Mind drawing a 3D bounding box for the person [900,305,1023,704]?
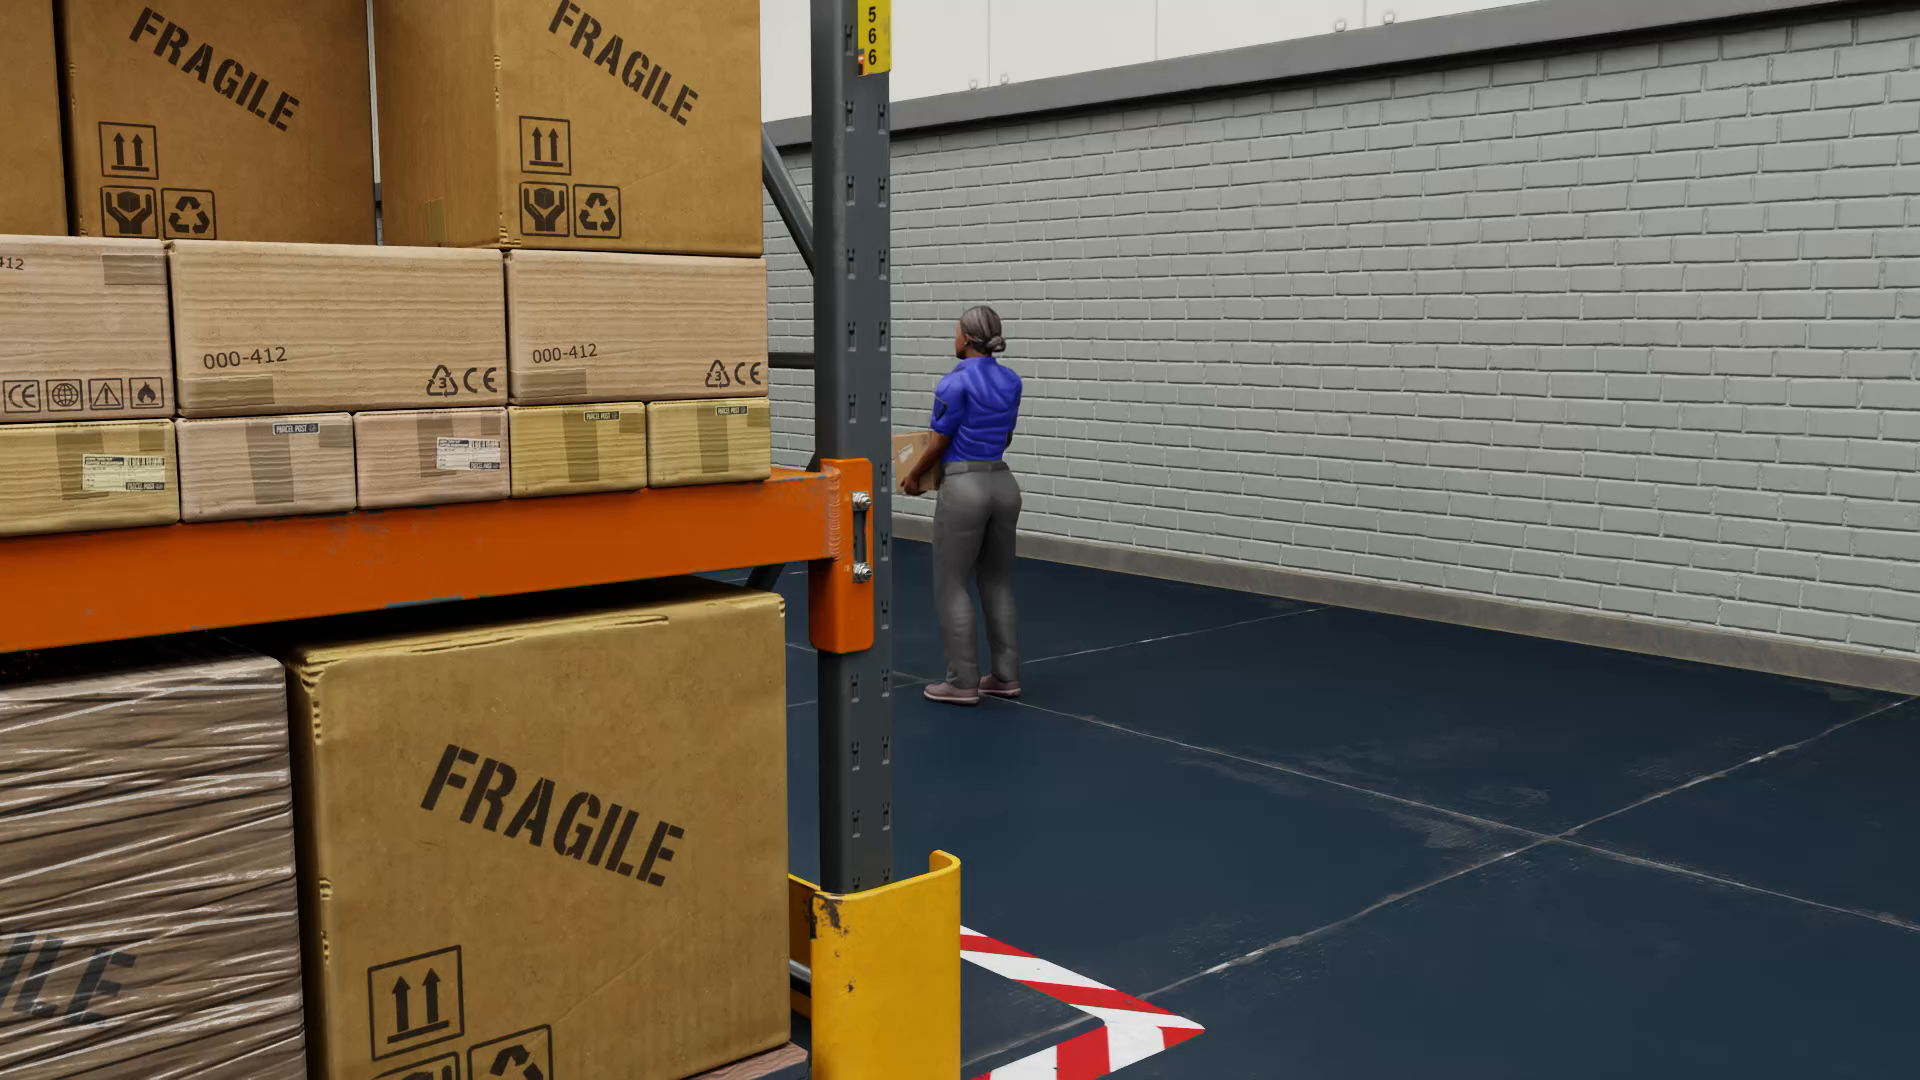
[{"bbox_3d":[0.011,-0.154,7.010,0.450,1.654,0.503,-6,10,-40],"label":"person"}]
